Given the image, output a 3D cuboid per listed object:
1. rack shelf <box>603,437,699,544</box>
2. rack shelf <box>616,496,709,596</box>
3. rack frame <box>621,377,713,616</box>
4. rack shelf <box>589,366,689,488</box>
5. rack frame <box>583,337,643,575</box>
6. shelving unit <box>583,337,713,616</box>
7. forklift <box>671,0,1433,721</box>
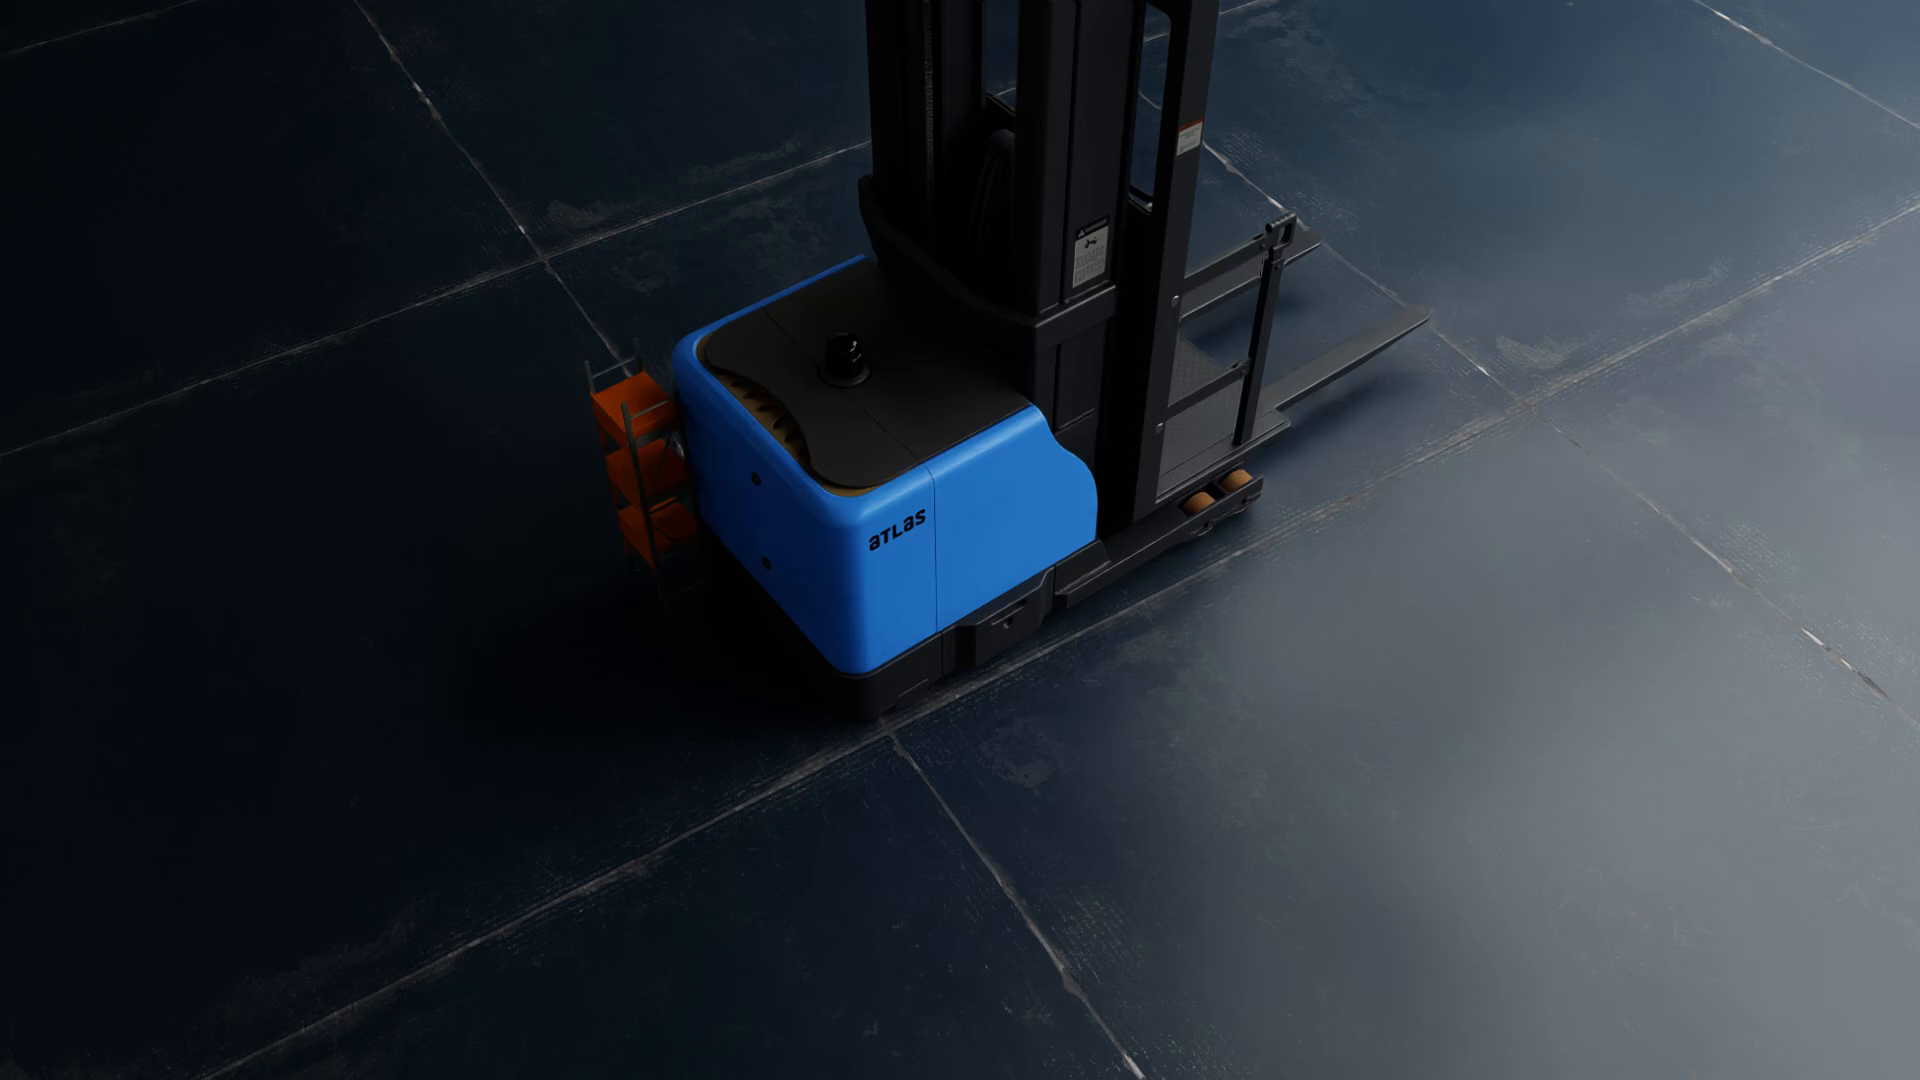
[{"bbox_3d":[-1.059,-0.188,5.728,0.215,0.259,0.240,-30,55,-24],"label":"rack shelf"},{"bbox_3d":[-1.059,-0.003,5.936,0.215,0.259,0.240,-30,55,-24],"label":"rack shelf"},{"bbox_3d":[-0.985,-0.122,5.656,0.200,1.050,0.008,-30,55,-24],"label":"rack frame"},{"bbox_3d":[-1.059,-0.376,5.516,0.215,0.259,0.240,-30,55,-24],"label":"rack shelf"},{"bbox_3d":[-1.133,-0.267,5.785,0.200,1.050,0.008,-30,55,-24],"label":"rack frame"},{"bbox_3d":[-1.059,-0.195,5.720,0.215,1.050,0.252,-30,55,-24],"label":"shelving unit"},{"bbox_3d":[0.526,-1.278,5.426,3.031,2.935,1.130,-29,55,-24],"label":"forklift"}]
